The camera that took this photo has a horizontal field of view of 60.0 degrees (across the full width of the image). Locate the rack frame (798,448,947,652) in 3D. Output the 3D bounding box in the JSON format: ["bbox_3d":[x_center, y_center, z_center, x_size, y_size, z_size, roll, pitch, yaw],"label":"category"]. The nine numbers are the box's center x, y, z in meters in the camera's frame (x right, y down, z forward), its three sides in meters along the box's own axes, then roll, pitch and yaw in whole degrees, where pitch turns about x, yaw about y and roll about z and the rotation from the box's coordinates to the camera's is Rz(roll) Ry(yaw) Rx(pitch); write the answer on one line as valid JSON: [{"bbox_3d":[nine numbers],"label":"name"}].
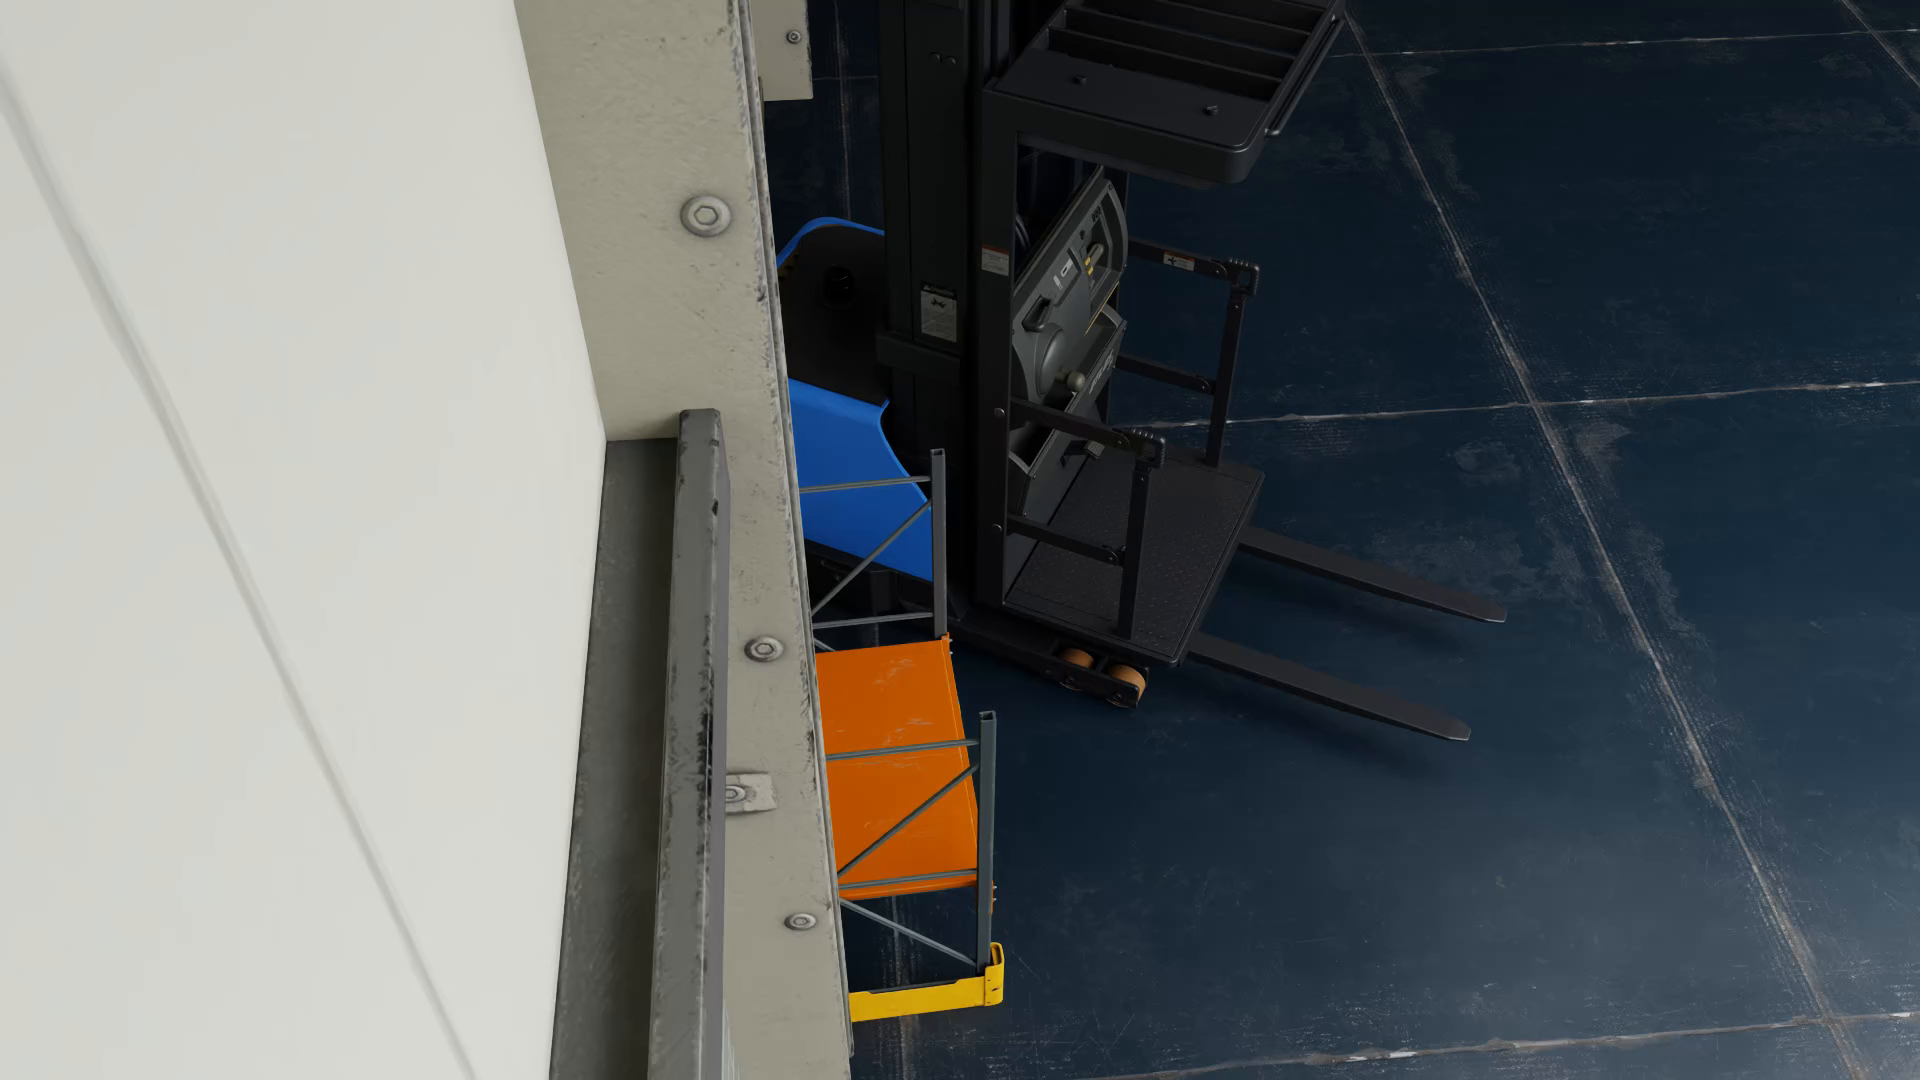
[{"bbox_3d":[-0.295,0.272,5.596,0.500,1.500,0.032,-6,47,-5],"label":"rack frame"}]

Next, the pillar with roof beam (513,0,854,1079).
[{"bbox_3d":[3.809,-1.591,2.195,9.100,9.000,0.400,-3,47,-3],"label":"pillar with roof beam"}]

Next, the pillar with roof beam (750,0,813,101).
[{"bbox_3d":[3.306,-5.932,6.307,9.100,9.000,0.400,-3,47,-3],"label":"pillar with roof beam"}]

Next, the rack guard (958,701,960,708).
[{"bbox_3d":[-0.292,0.715,6.037,0.587,0.250,0.087,-6,47,-5],"label":"rack guard"}]

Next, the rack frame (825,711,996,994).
[{"bbox_3d":[-0.154,1.003,4.904,0.500,1.500,0.032,-6,47,-5],"label":"rack frame"}]

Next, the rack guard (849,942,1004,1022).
[{"bbox_3d":[-0.154,1.432,5.359,0.587,0.250,0.087,-6,47,-5],"label":"rack guard"}]

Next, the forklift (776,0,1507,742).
[{"bbox_3d":[0.566,-0.819,5.644,3.031,2.935,1.130,18,49,17],"label":"forklift"}]

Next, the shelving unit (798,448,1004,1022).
[{"bbox_3d":[-0.223,0.644,5.244,0.587,1.500,1.083,-6,47,-5],"label":"shelving unit"}]

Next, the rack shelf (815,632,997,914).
[{"bbox_3d":[-0.224,0.761,5.381,0.538,0.185,1.000,-6,47,-5],"label":"rack shelf"}]
